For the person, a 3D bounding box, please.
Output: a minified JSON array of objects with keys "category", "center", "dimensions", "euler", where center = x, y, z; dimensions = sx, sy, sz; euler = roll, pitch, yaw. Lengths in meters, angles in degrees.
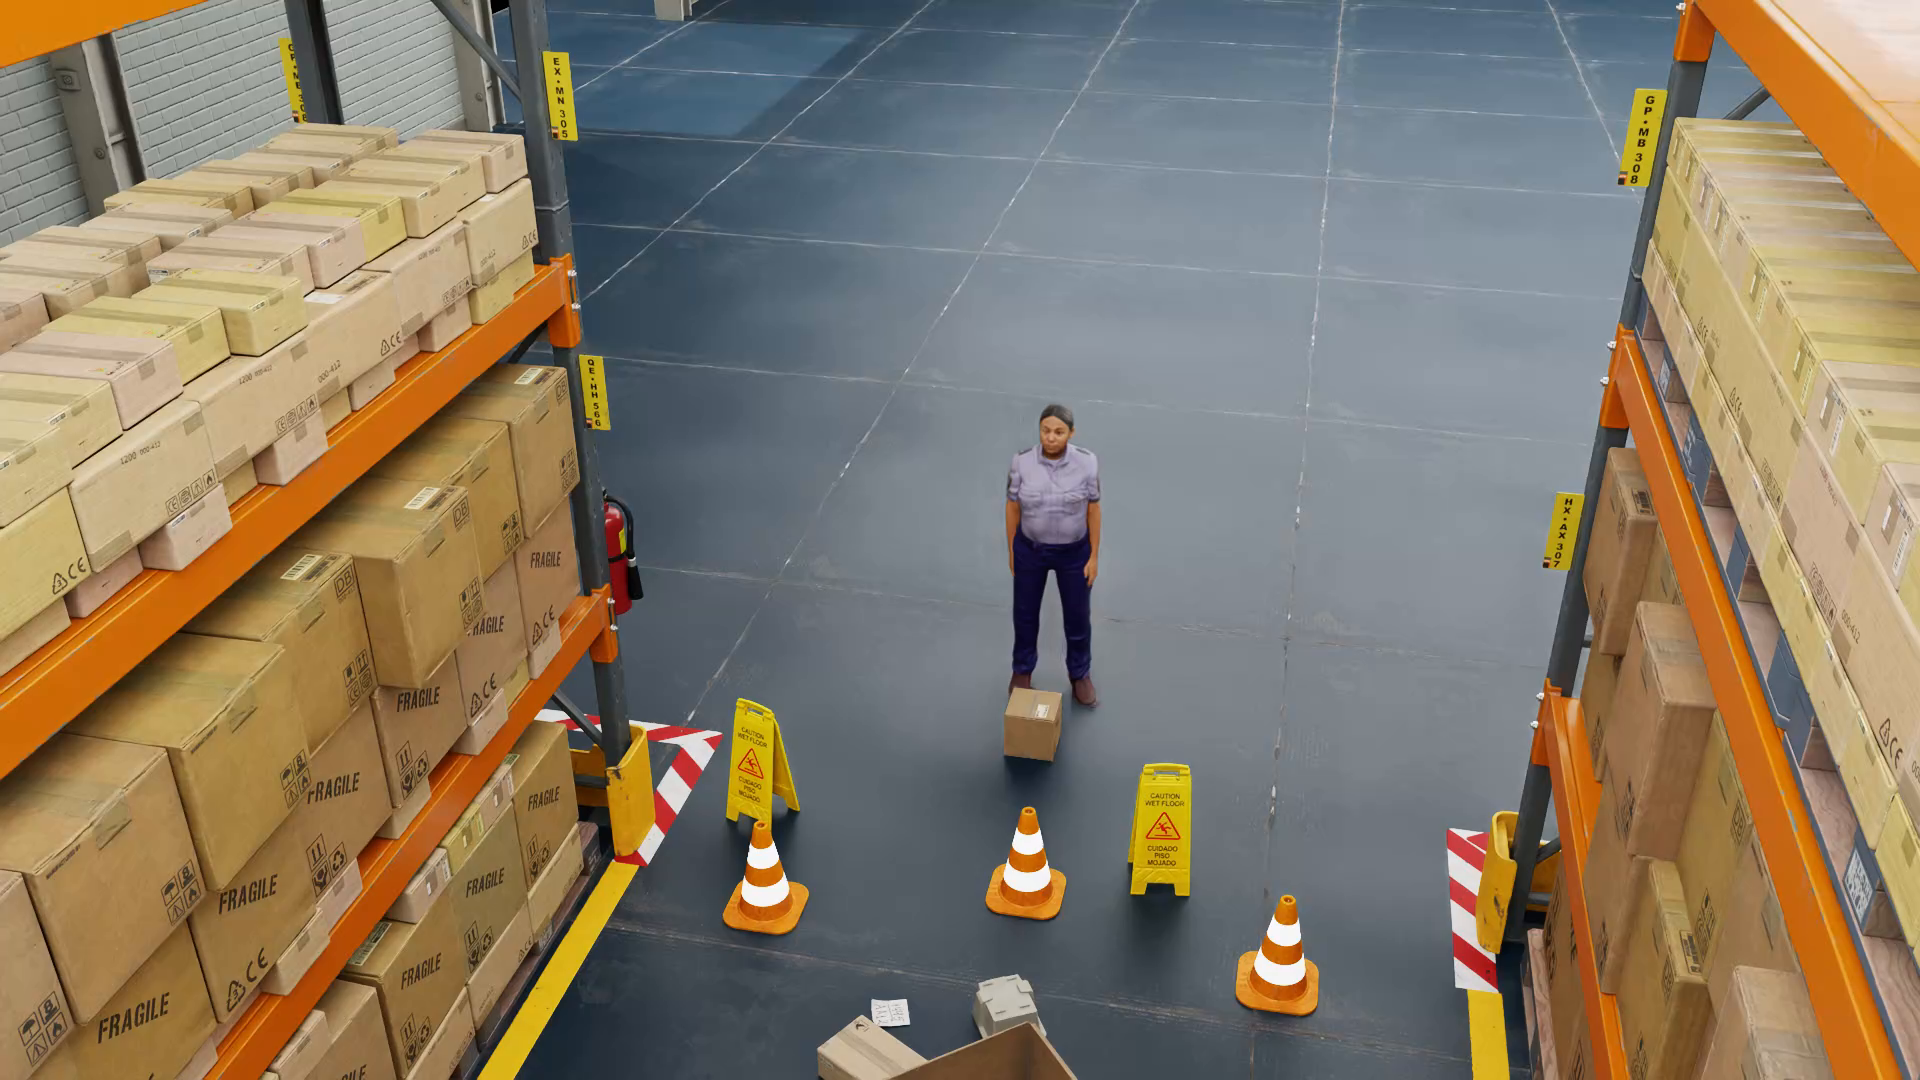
[{"category":"person","center":[0.480,0.091,8.465],"dimensions":[0.506,1.653,0.351],"euler":[2,29,4]}]
